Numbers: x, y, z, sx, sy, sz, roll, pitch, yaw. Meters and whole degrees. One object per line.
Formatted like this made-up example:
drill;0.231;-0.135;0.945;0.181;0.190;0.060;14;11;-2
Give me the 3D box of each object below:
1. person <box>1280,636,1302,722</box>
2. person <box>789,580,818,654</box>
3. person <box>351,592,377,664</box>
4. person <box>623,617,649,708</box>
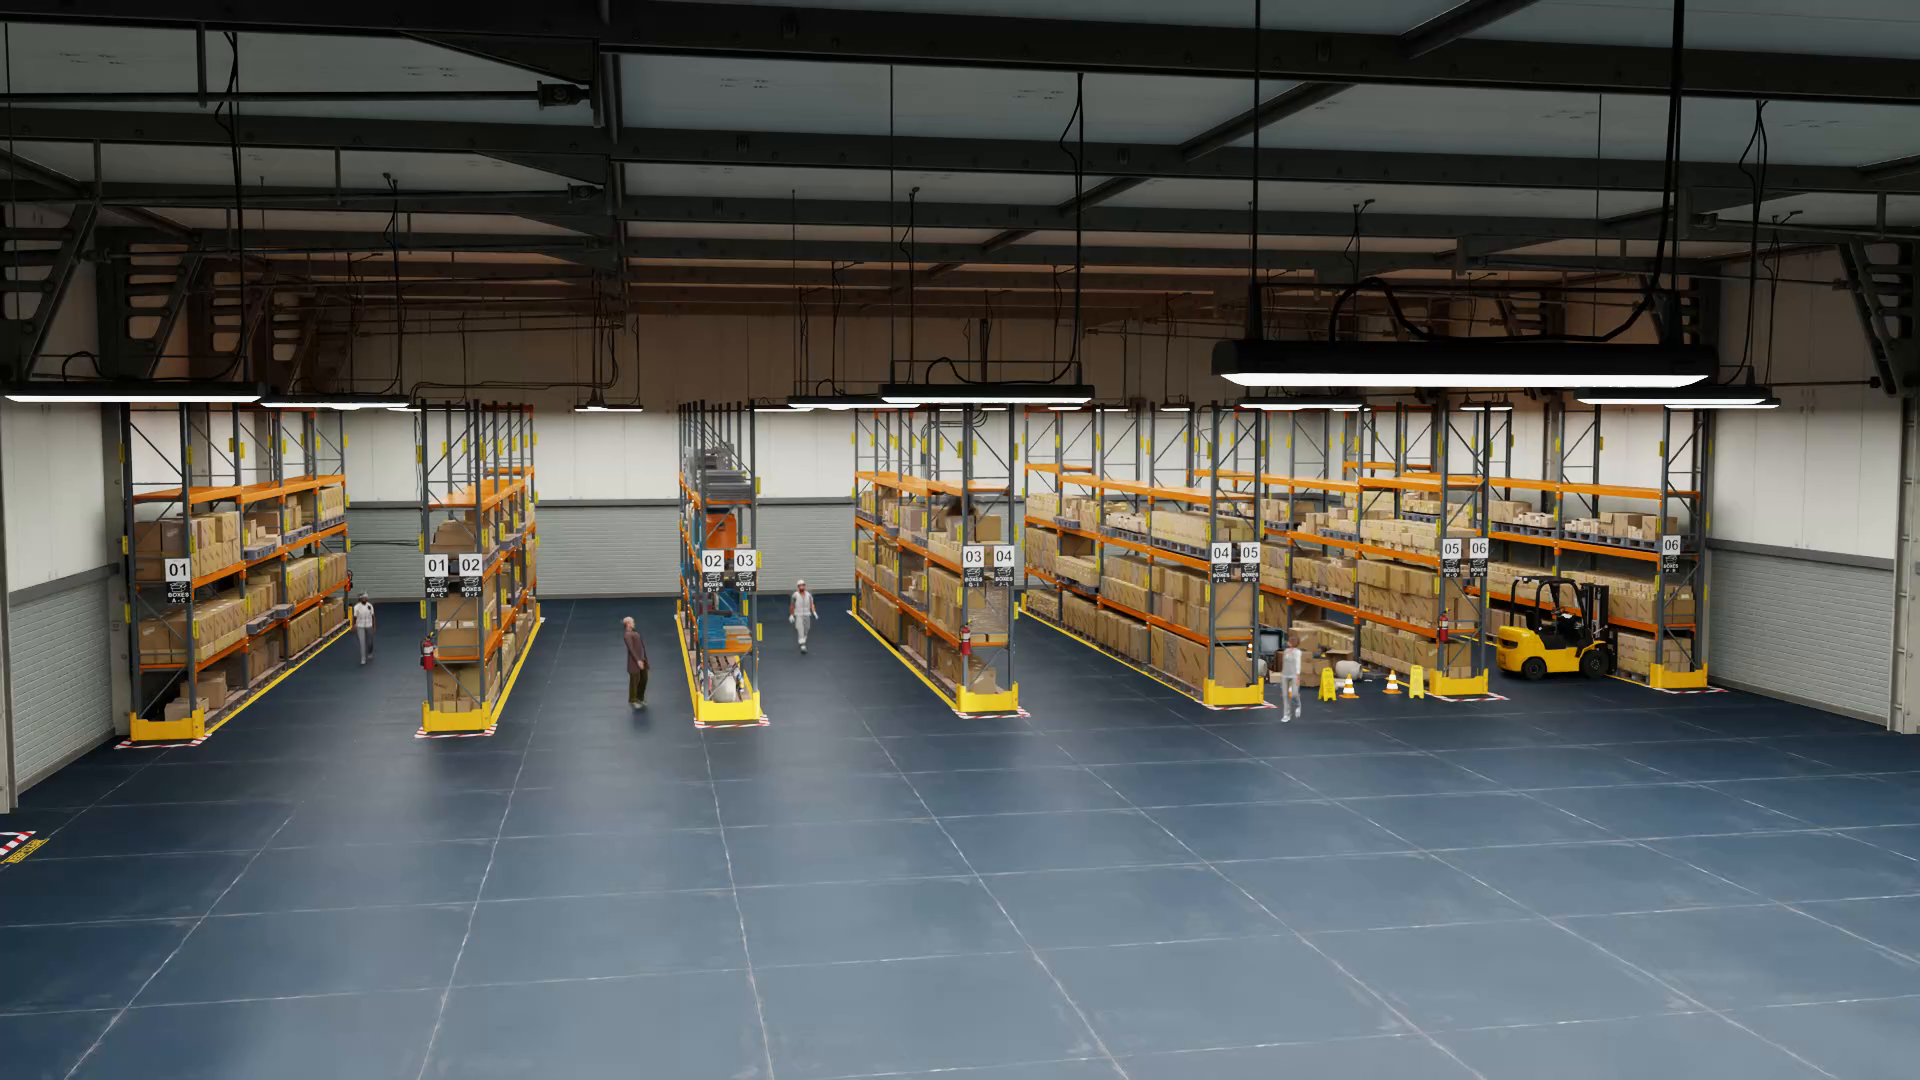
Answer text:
person;6.178;2.575;30.986;0.393;1.597;0.475;2;5;29
person;-3.767;1.835;39.993;0.618;1.747;1.048;-2;5;-21
person;-13.740;2.000;38.313;0.558;1.640;0.900;-2;5;-22
person;-6.302;2.409;32.546;0.606;1.818;0.680;2;5;25
